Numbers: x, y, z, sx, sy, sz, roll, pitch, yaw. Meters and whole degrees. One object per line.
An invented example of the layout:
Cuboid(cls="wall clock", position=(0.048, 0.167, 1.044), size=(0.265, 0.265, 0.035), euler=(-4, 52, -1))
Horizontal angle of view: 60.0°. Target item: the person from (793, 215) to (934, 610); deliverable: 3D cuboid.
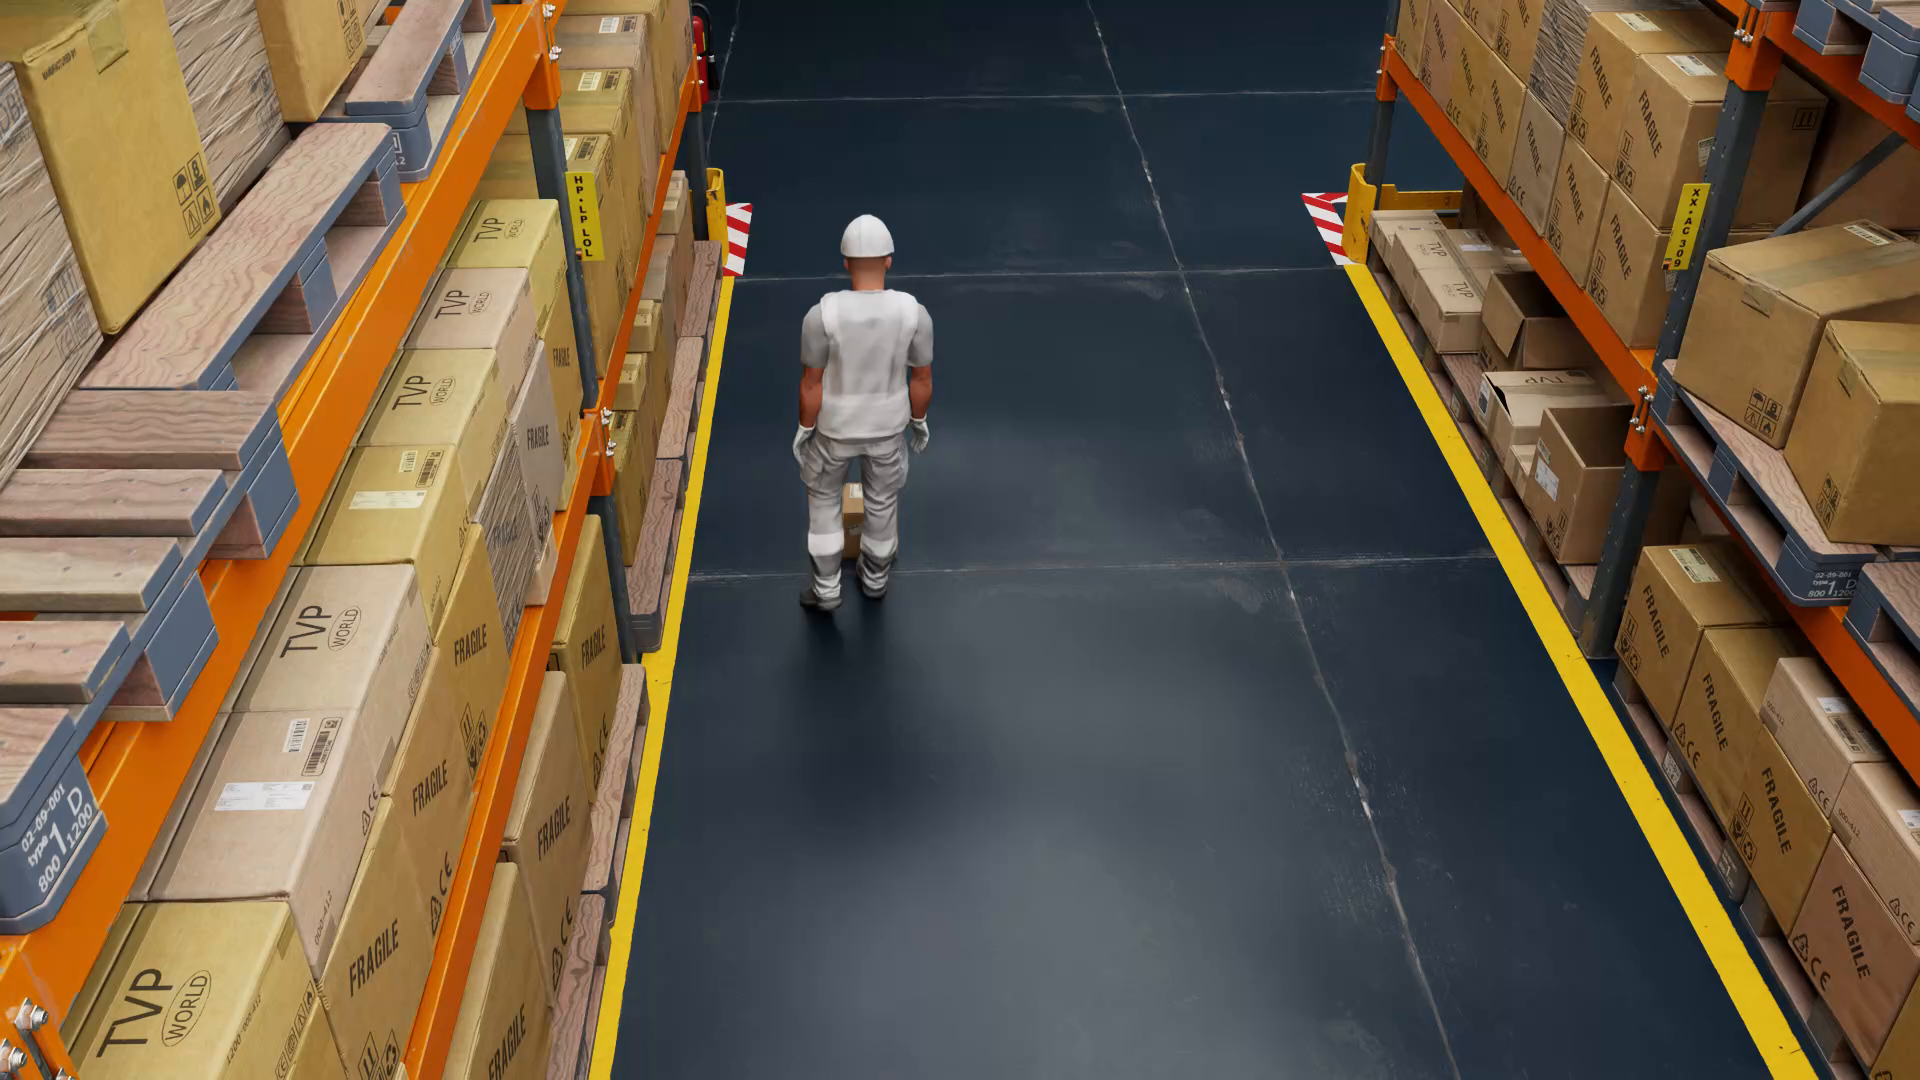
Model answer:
Cuboid(cls="person", position=(-0.413, -0.490, 6.815), size=(0.586, 1.818, 0.480), euler=(-6, 35, -8))
